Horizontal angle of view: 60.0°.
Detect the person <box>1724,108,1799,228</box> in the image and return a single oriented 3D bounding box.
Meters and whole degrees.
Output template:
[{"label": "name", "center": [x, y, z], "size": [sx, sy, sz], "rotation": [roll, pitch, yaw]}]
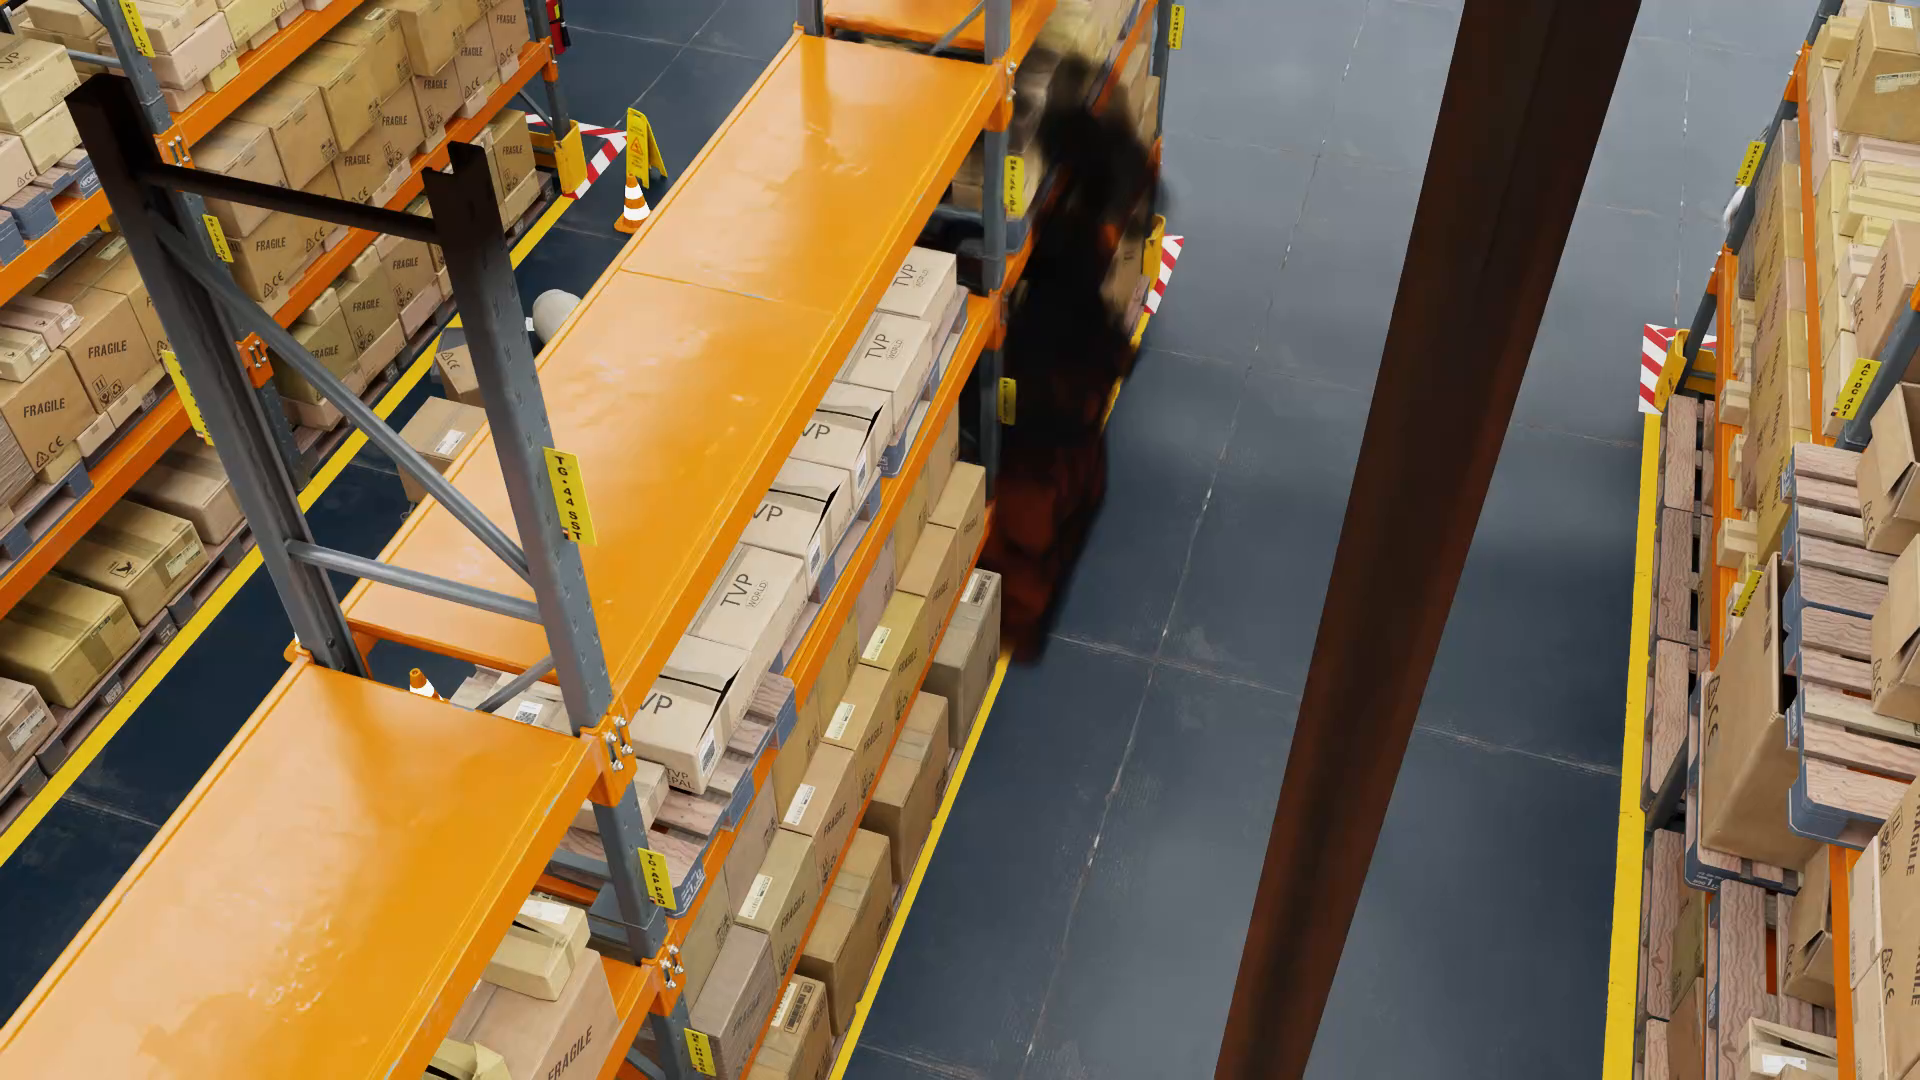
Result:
[{"label": "person", "center": [6.138, -2.683, 12.617], "size": [0.646, 1.666, 0.618], "rotation": [-21, 49, -19]}]
